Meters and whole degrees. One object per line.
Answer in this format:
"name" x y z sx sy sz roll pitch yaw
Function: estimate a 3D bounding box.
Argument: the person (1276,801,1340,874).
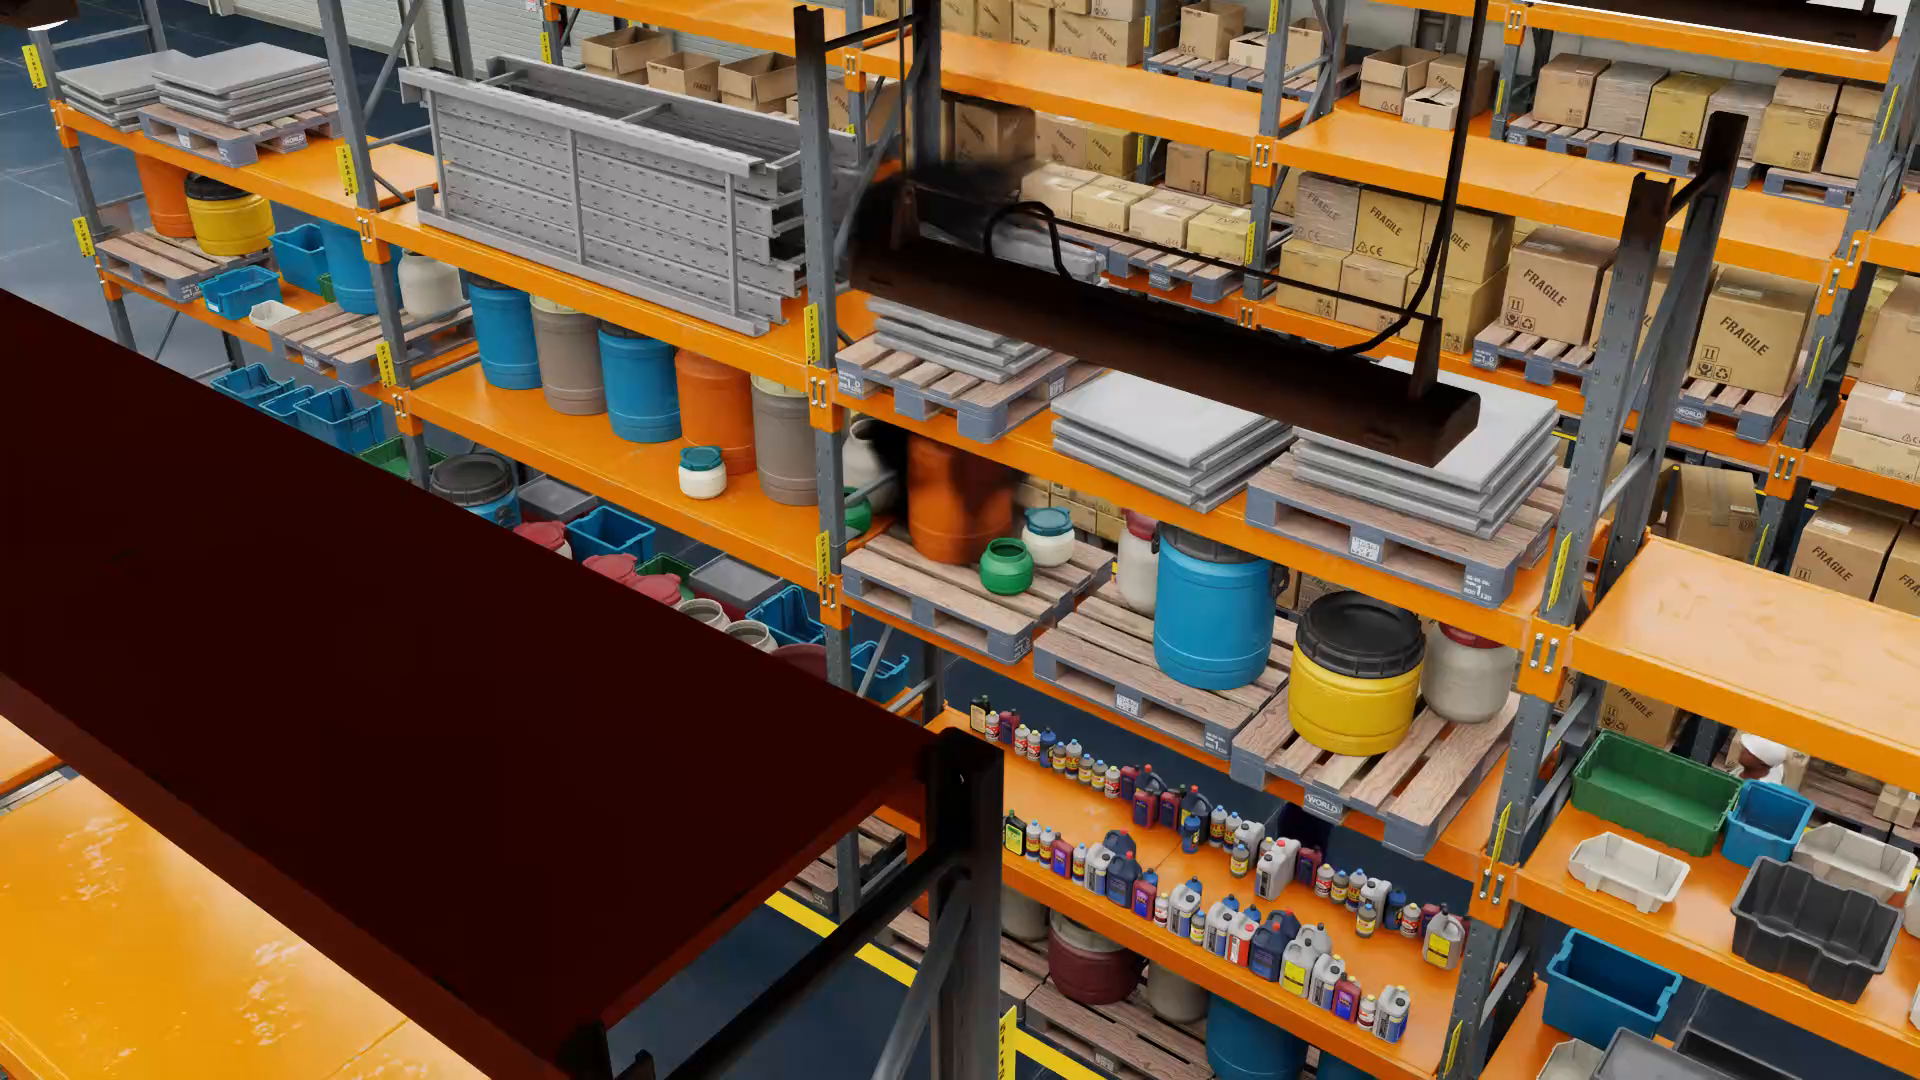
"person" 2.314 1.781 10.807 0.815 1.693 0.593 18 36 27

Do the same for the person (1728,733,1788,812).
"person" 4.893 1.908 10.482 0.804 1.750 0.714 14 34 22
